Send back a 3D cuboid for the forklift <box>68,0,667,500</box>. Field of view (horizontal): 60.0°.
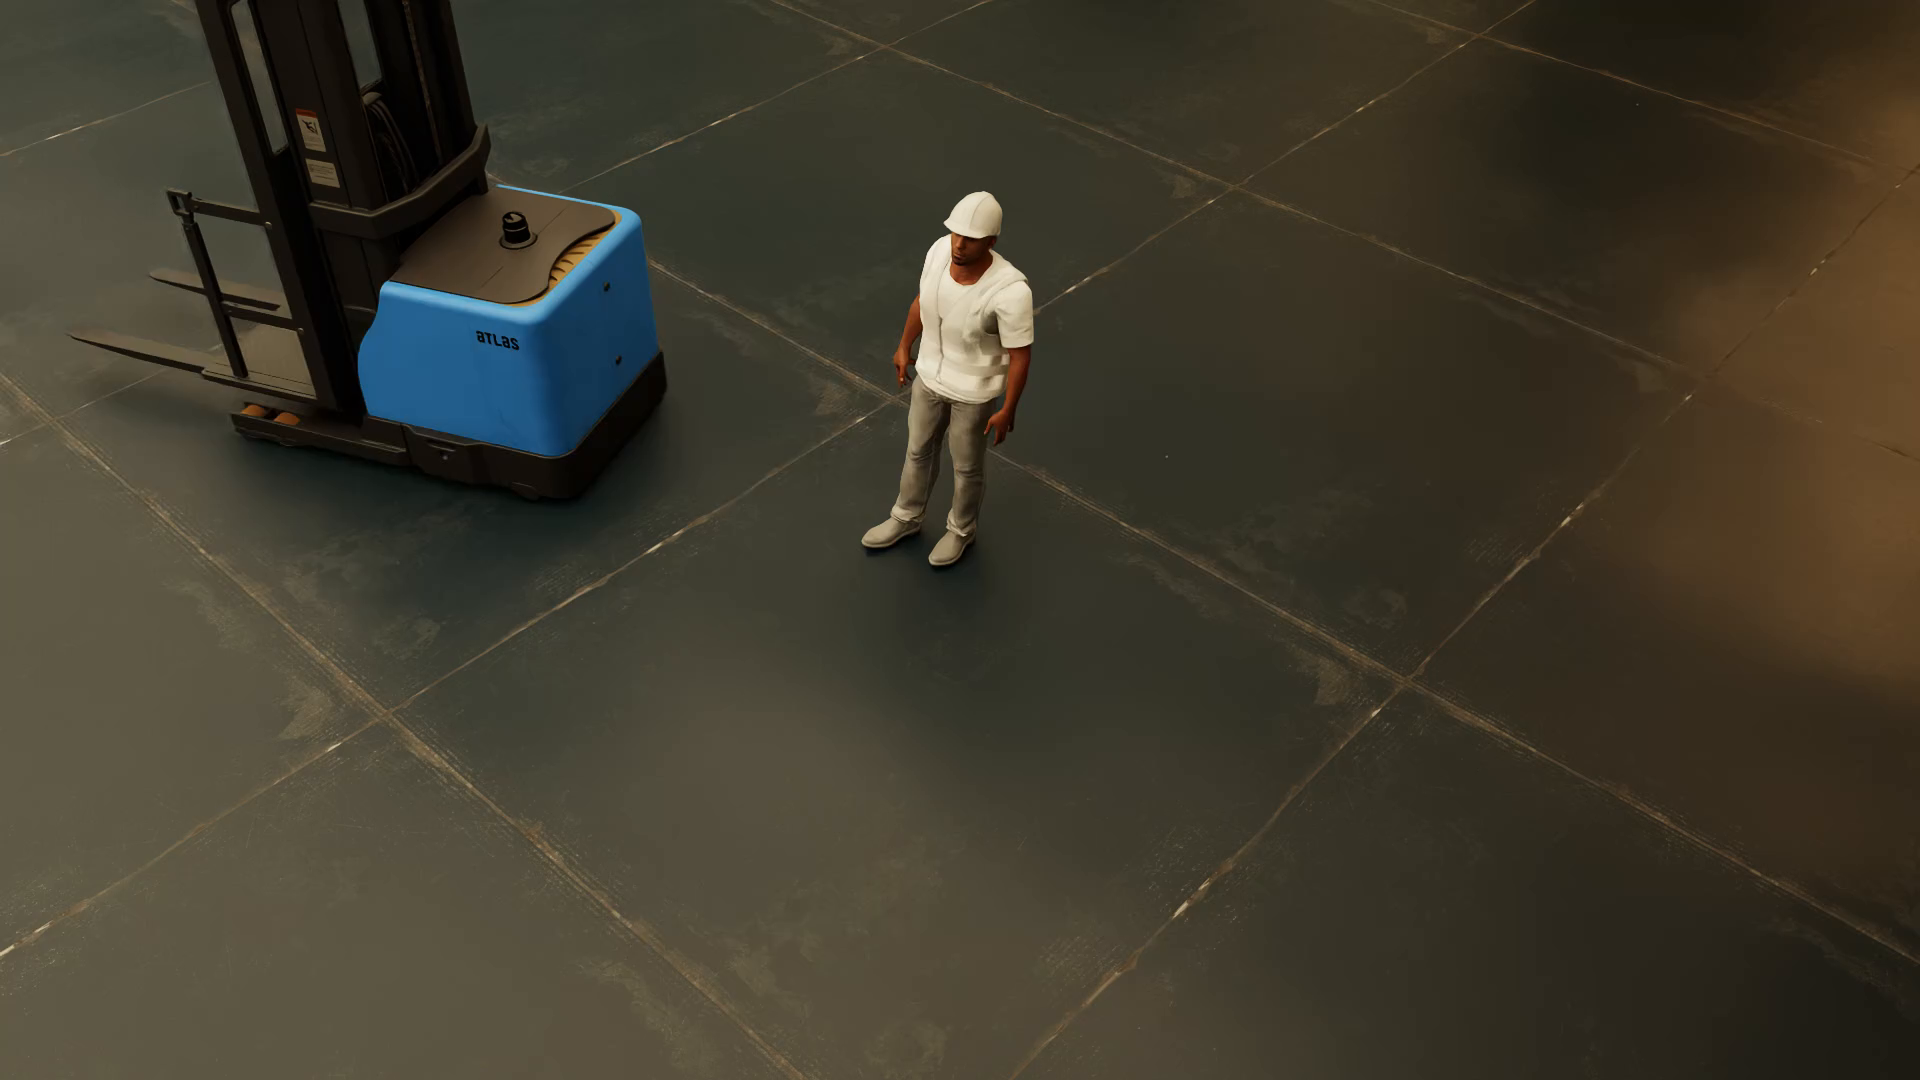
[{"bbox_3d":[-3.065,-1.883,7.623,3.031,2.935,1.130,13,42,15],"label":"forklift"}]

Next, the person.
[{"bbox_3d":[-0.051,-0.644,7.063,0.666,1.768,0.575,31,49,31],"label":"person"}]
